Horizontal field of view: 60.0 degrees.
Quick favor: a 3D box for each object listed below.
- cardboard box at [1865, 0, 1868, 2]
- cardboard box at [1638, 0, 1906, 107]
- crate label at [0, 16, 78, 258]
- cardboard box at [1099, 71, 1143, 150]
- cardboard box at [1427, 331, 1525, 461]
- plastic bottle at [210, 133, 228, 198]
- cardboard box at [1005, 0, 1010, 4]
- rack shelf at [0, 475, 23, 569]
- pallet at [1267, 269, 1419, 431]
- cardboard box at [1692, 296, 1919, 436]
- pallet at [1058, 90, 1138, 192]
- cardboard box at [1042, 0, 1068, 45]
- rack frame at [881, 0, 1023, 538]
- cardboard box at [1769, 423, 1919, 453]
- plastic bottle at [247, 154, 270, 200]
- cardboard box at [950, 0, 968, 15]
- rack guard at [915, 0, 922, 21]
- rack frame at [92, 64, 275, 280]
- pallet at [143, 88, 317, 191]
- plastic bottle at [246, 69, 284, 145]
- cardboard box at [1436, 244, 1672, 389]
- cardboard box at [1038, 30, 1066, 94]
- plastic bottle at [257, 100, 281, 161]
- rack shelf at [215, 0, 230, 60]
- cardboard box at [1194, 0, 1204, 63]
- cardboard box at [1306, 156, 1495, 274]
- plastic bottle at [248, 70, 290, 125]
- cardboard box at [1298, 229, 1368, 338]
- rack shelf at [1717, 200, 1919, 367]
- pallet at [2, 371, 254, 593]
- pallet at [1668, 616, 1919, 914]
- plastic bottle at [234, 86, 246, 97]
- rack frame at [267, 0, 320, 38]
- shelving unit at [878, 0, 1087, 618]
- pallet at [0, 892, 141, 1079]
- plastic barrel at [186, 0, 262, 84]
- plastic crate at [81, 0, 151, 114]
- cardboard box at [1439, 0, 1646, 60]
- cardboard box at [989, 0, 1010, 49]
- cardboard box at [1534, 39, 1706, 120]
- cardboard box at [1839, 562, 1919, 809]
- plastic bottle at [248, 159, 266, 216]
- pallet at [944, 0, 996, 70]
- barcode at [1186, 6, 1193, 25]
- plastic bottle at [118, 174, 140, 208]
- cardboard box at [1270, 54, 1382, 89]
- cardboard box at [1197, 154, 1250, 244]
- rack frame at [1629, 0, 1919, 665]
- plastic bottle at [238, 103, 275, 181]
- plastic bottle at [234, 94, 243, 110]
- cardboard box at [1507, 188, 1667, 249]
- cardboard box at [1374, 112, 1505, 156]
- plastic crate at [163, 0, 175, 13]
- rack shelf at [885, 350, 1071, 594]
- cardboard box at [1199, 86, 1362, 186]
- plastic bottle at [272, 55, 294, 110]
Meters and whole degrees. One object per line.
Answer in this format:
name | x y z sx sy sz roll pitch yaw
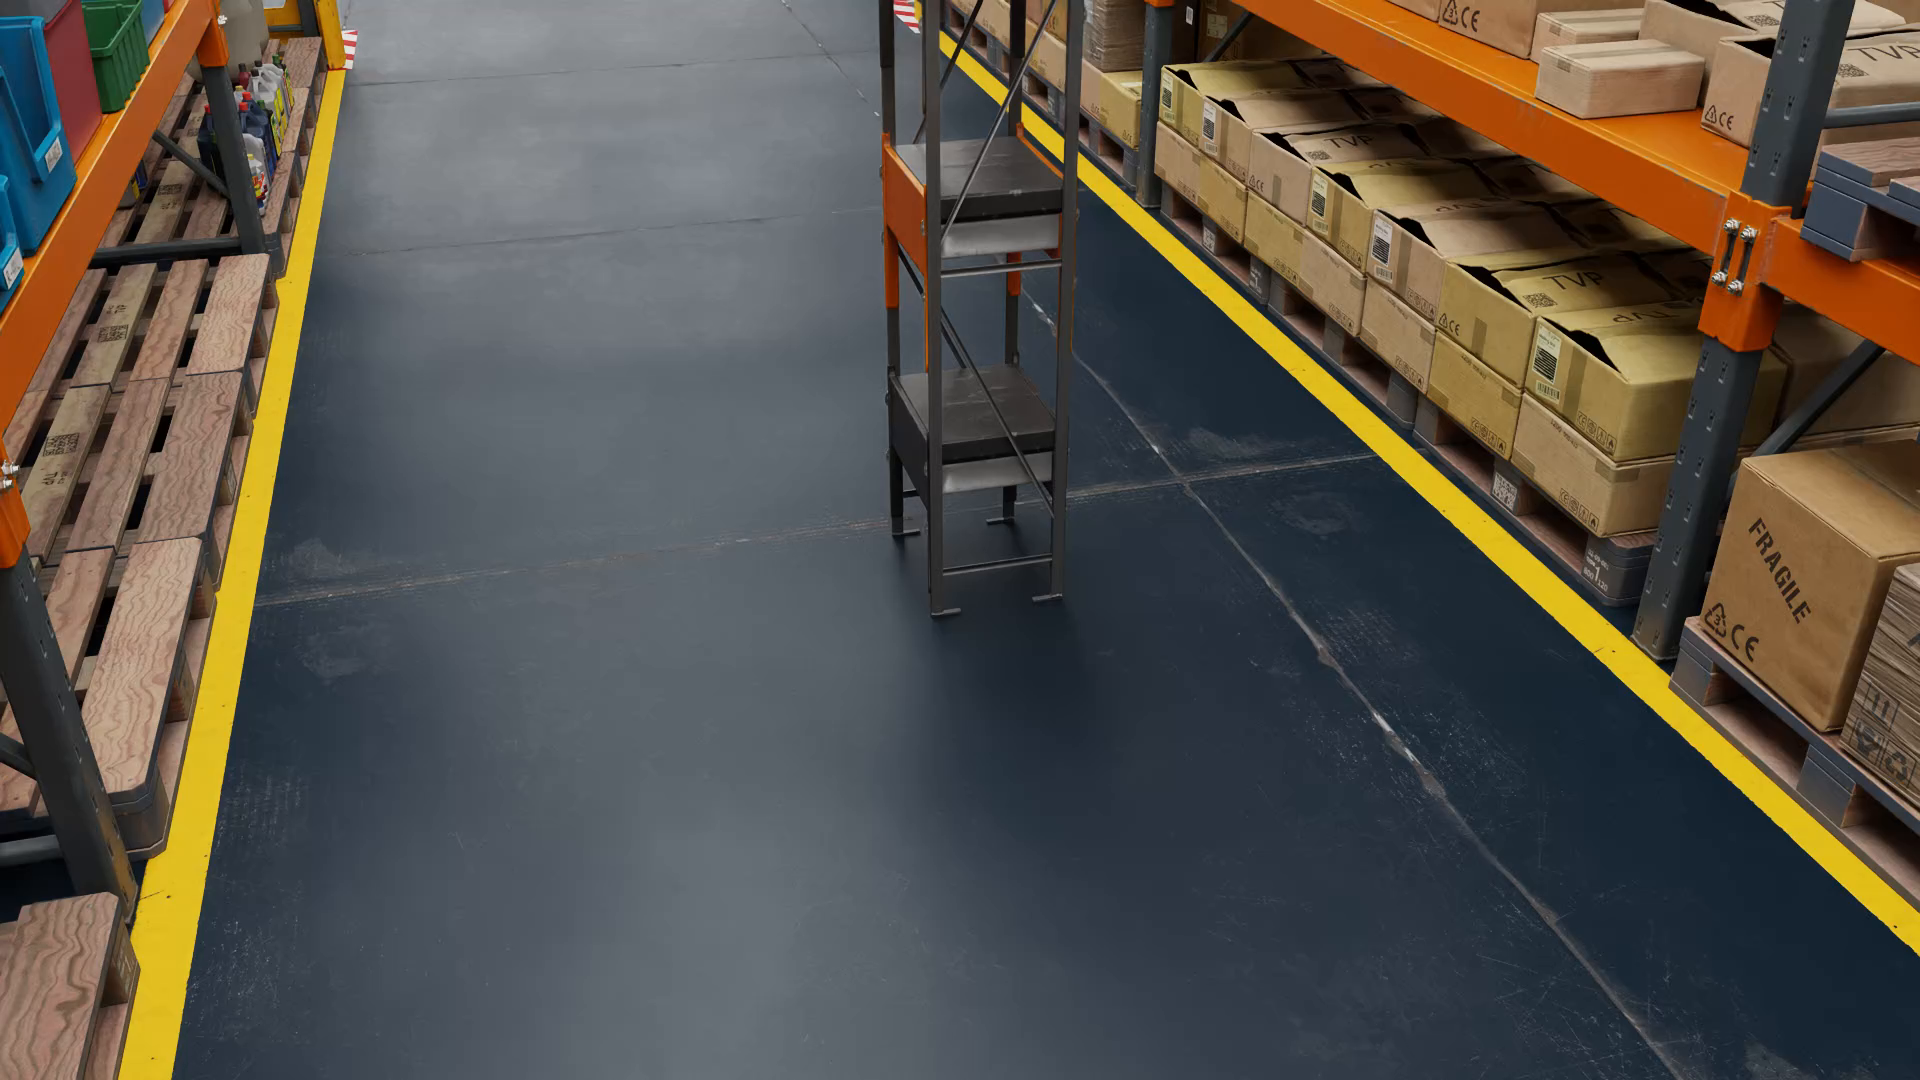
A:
cardboard box | 5.720 -3.371 10.487 0.380 0.149 0.250 -10 32 -17
cardboard box | 2.362 -1.466 4.878 0.500 0.311 0.500 -8 31 -14
crate label | -2.367 -0.922 3.812 0.502 0.435 0.616 -8 31 -13
cardboard box | 1.017 -2.166 8.323 0.500 0.250 0.500 -8 31 -13
cardboard box | 1.897 -0.509 5.461 0.500 0.250 0.500 -8 31 -14
plastic bottle | -3.303 -1.687 7.443 0.061 0.283 0.133 -8 31 -13
cardboard box | 0.496 -3.458 9.806 0.500 0.500 0.500 -8 31 -13
rack shelf | -1.833 0.887 1.441 1.077 0.370 4.000 -8 31 -13
pallet | 1.911 -0.831 6.475 1.003 0.211 1.213 -8 31 -13
cardboard box | 2.556 -0.574 5.013 0.500 0.311 0.500 -7 31 -12
pallet | 1.180 -2.162 8.774 1.003 0.211 1.213 -8 31 -13
cardboard box | 0.759 -2.974 8.971 0.500 0.500 0.500 -8 31 -13
rack frame | -0.021 -0.947 4.789 0.400 2.100 0.015 -8 31 -13
cardboard box | 2.556 -0.331 5.153 0.500 0.250 0.500 -8 31 -13
plastic bottle | -3.142 -1.612 7.395 0.097 0.201 0.097 0 30 0
cardboard box | 0.217 -3.614 10.825 0.500 0.250 0.500 -8 31 -13
rack guard | 0.283 -3.841 11.387 1.175 0.500 0.348 -8 31 -13
rack frame | -3.426 -2.322 6.268 1.000 3.000 0.127 -8 31 -13
pallet | -3.891 -2.036 8.556 1.003 0.211 1.213 -8 31 -13
plastic bottle | -3.403 -2.108 8.102 0.144 0.351 0.185 -8 31 -14
cardboard box | 1.892 -0.752 5.321 0.500 0.311 0.500 -8 31 -14
cardboard box | 0.747 -2.648 9.156 0.500 0.250 0.500 -8 31 -13
plastic bottle | -3.294 -1.959 7.912 0.061 0.283 0.133 -6 31 -11
rack shelf | -3.957 -2.977 8.117 1.077 0.370 4.000 -8 31 -13
cardboard box | 1.389 -2.801 8.673 0.500 0.500 0.500 -8 31 -13
cardboard box | 1.629 -1.238 6.161 0.500 0.311 0.500 -7 31 -12
plastic bottle | -3.500 -2.245 8.414 0.152 0.276 0.135 -9 31 -15
cardboard box | 1.627 -1.000 6.310 0.500 0.250 0.500 -7 31 -12
rack shelf | 2.943 0.230 2.576 1.077 0.370 4.000 -8 31 -13
pallet | -2.853 -0.151 5.300 1.003 0.211 1.213 -8 31 -13
pallet | 2.574 0.525 4.132 1.003 0.211 1.213 -8 31 -13
plastic bottle | -3.616 -2.187 8.388 0.097 0.201 0.097 0 30 0
rack frame | -4.488 -4.254 9.606 1.000 3.000 0.127 -8 31 -13
shelving unit | 0.044 -0.829 4.586 0.431 2.100 0.503 -8 31 -13
pallet | -2.115 1.192 2.980 1.003 0.211 1.213 -8 31 -13
plastic barrel | -4.106 -2.809 9.174 0.421 0.512 0.421 0 30 0
plastic crate | -2.692 -1.427 4.933 0.450 0.188 0.662 -8 31 -13
cardboard box | 1.951 -1.899 5.436 0.500 0.500 0.500 -10 31 -16
cardboard box | 0.485 -3.132 9.992 0.500 0.250 0.500 -8 31 -13
cardboard box | 1.907 -1.336 4.815 0.380 0.149 0.250 -8 31 -13
cardboard box | 2.402 0.354 3.700 0.500 0.500 0.500 -9 31 -15
plastic bottle | -3.088 -1.544 7.208 0.097 0.271 0.097 0 30 0
pallet | 0.532 -3.340 10.810 1.003 0.211 1.213 -8 31 -13
barcode | 1.017 -2.325 7.370 0.001 0.075 0.075 -8 31 -13
plastic bottle | -3.736 -1.658 7.326 0.144 0.351 0.185 -8 31 -13
cardboard box | 1.735 -2.056 7.574 0.500 0.311 0.500 -8 31 -13
cardboard box | 1.353 -1.496 7.166 0.500 0.250 0.500 -7 31 -12
rack frame | 2.412 -1.047 4.065 1.000 3.000 0.127 -8 31 -13
plastic bottle | -3.240 -1.811 7.590 0.144 0.351 0.185 -7 31 -12
plastic bottle | -3.539 -2.044 8.066 0.152 0.276 0.135 -8 31 -13
cardboard box | 2.276 -1.073 5.875 0.500 0.311 0.500 -9 31 -15
cardboard box | 2.009 -1.564 6.724 0.500 0.311 0.500 -8 31 -13
plastic crate | -3.002 -2.157 5.918 0.402 0.464 0.583 -8 31 -13
rack shelf | 0.044 -0.211 4.943 0.431 0.518 0.480 -8 31 -13
cardboard box | 1.348 -1.738 7.025 0.500 0.311 0.500 -8 31 -14
plastic bottle | -3.529 -2.386 8.651 0.061 0.283 0.133 -7 31 -12
